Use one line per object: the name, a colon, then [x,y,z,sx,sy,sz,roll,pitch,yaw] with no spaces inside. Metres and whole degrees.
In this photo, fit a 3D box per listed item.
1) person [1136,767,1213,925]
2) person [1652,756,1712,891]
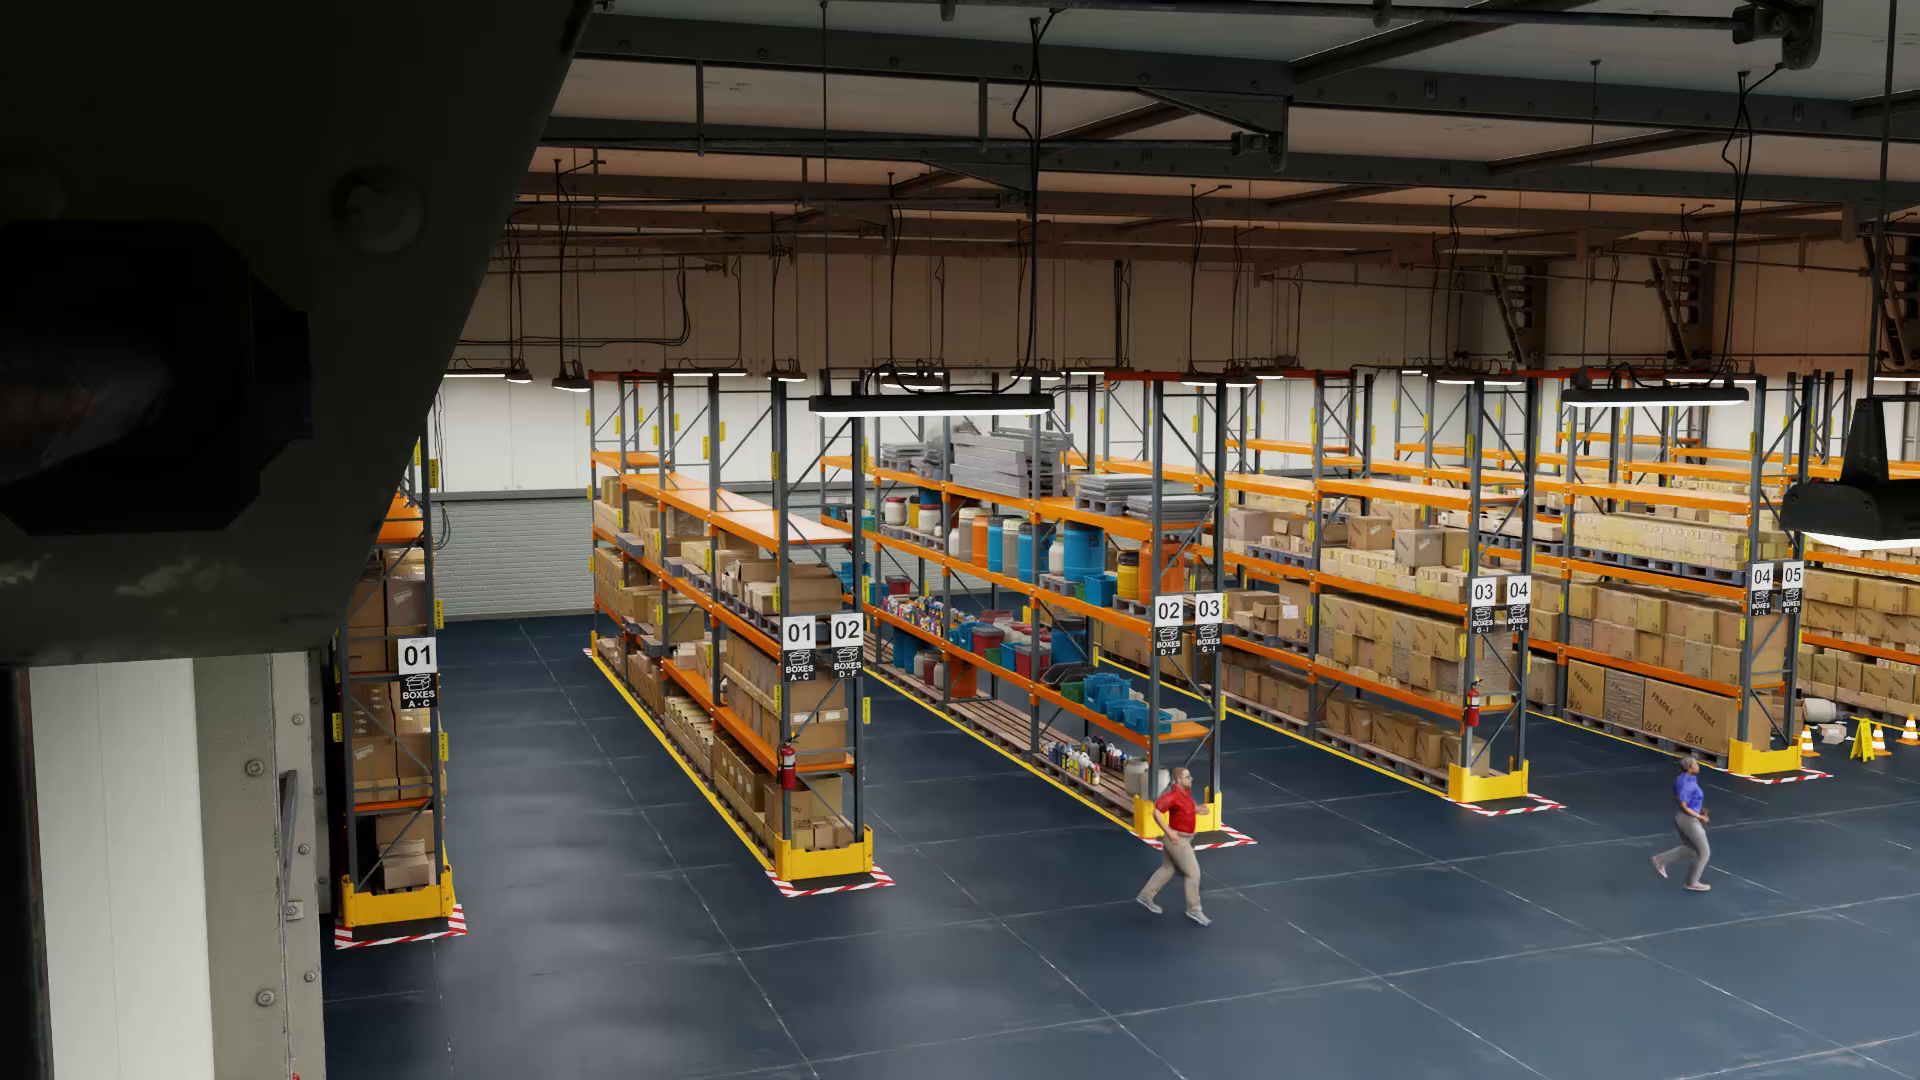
person: [2.414,3.406,18.645,0.871,1.782,0.635,1,6,9]
person: [8.577,3.341,19.663,0.624,1.605,0.578,1,7,12]
